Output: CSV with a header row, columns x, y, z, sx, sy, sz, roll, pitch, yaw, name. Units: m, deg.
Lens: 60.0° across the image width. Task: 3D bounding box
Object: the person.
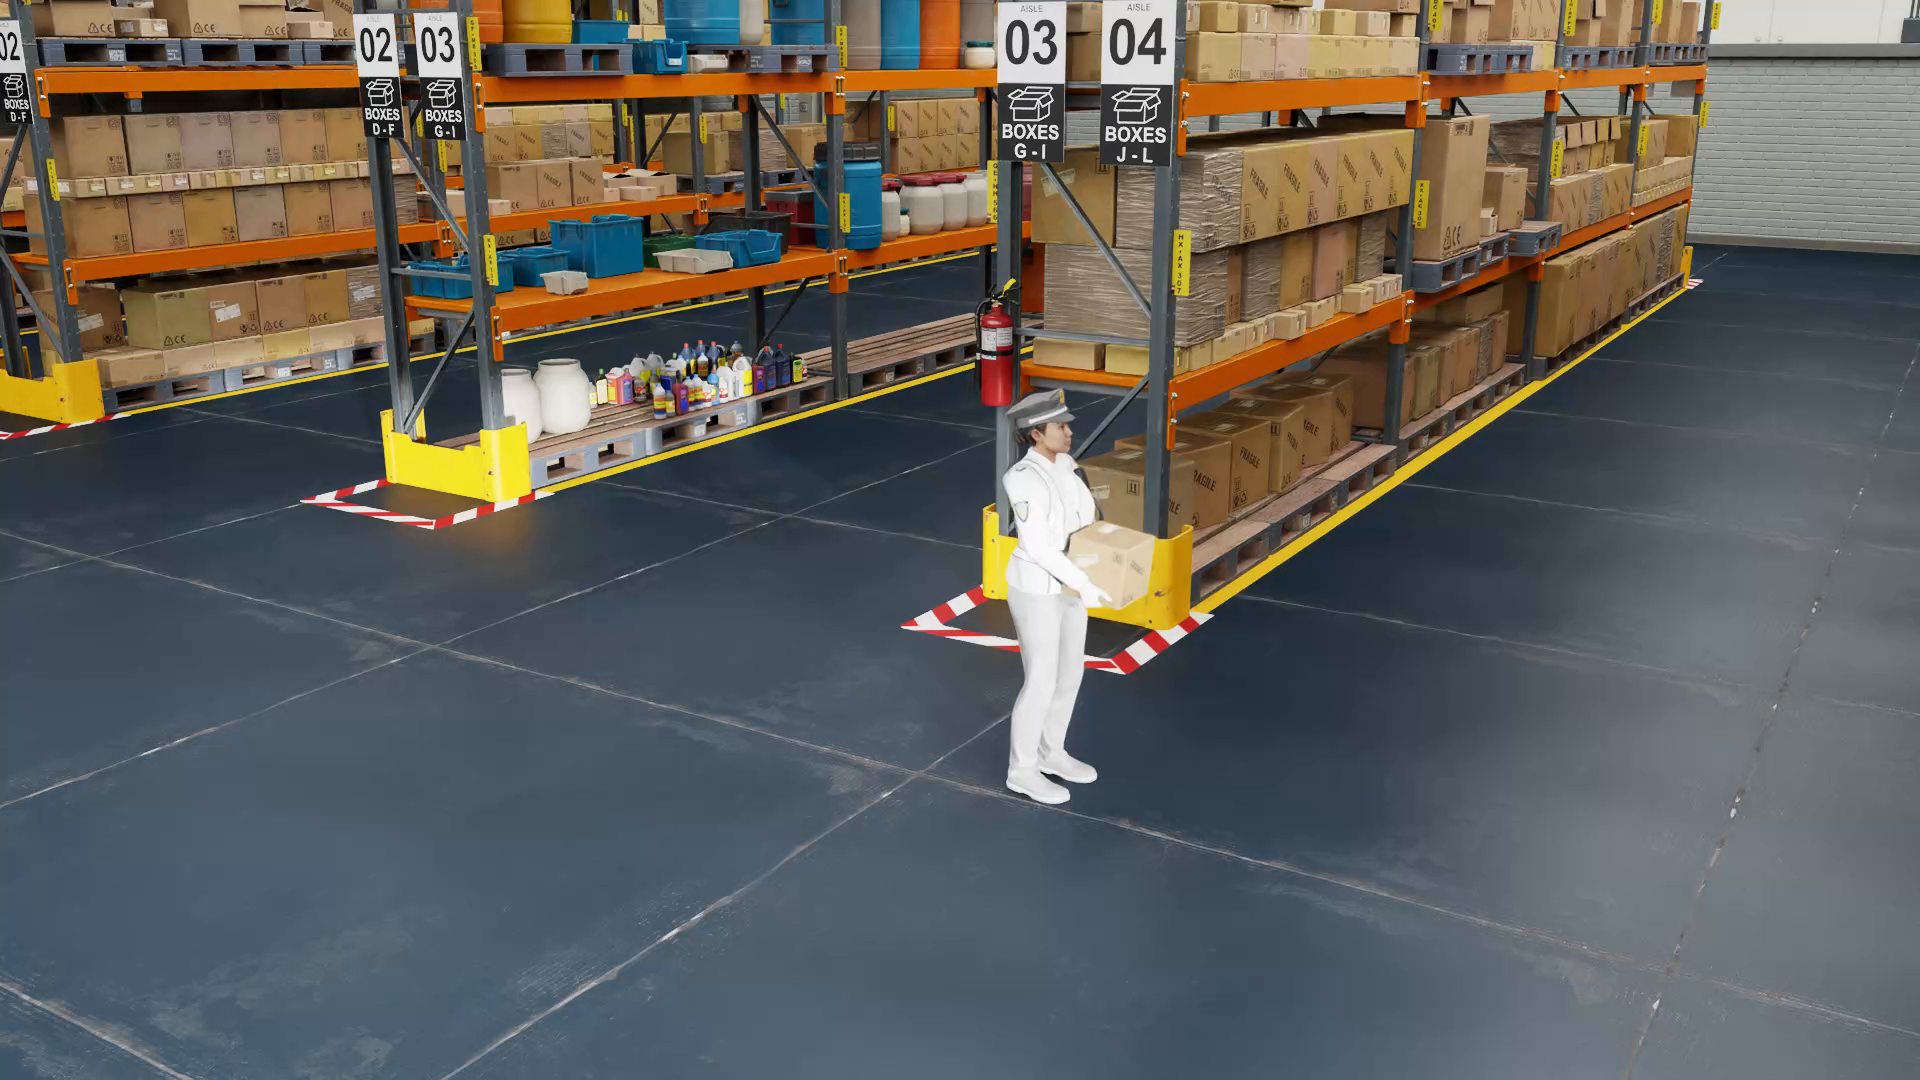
x,y,z,sx,sy,sz,roll,pitch,yaw,name
0.430,0.225,6.726,0.547,1.689,0.459,10,19,31,person
